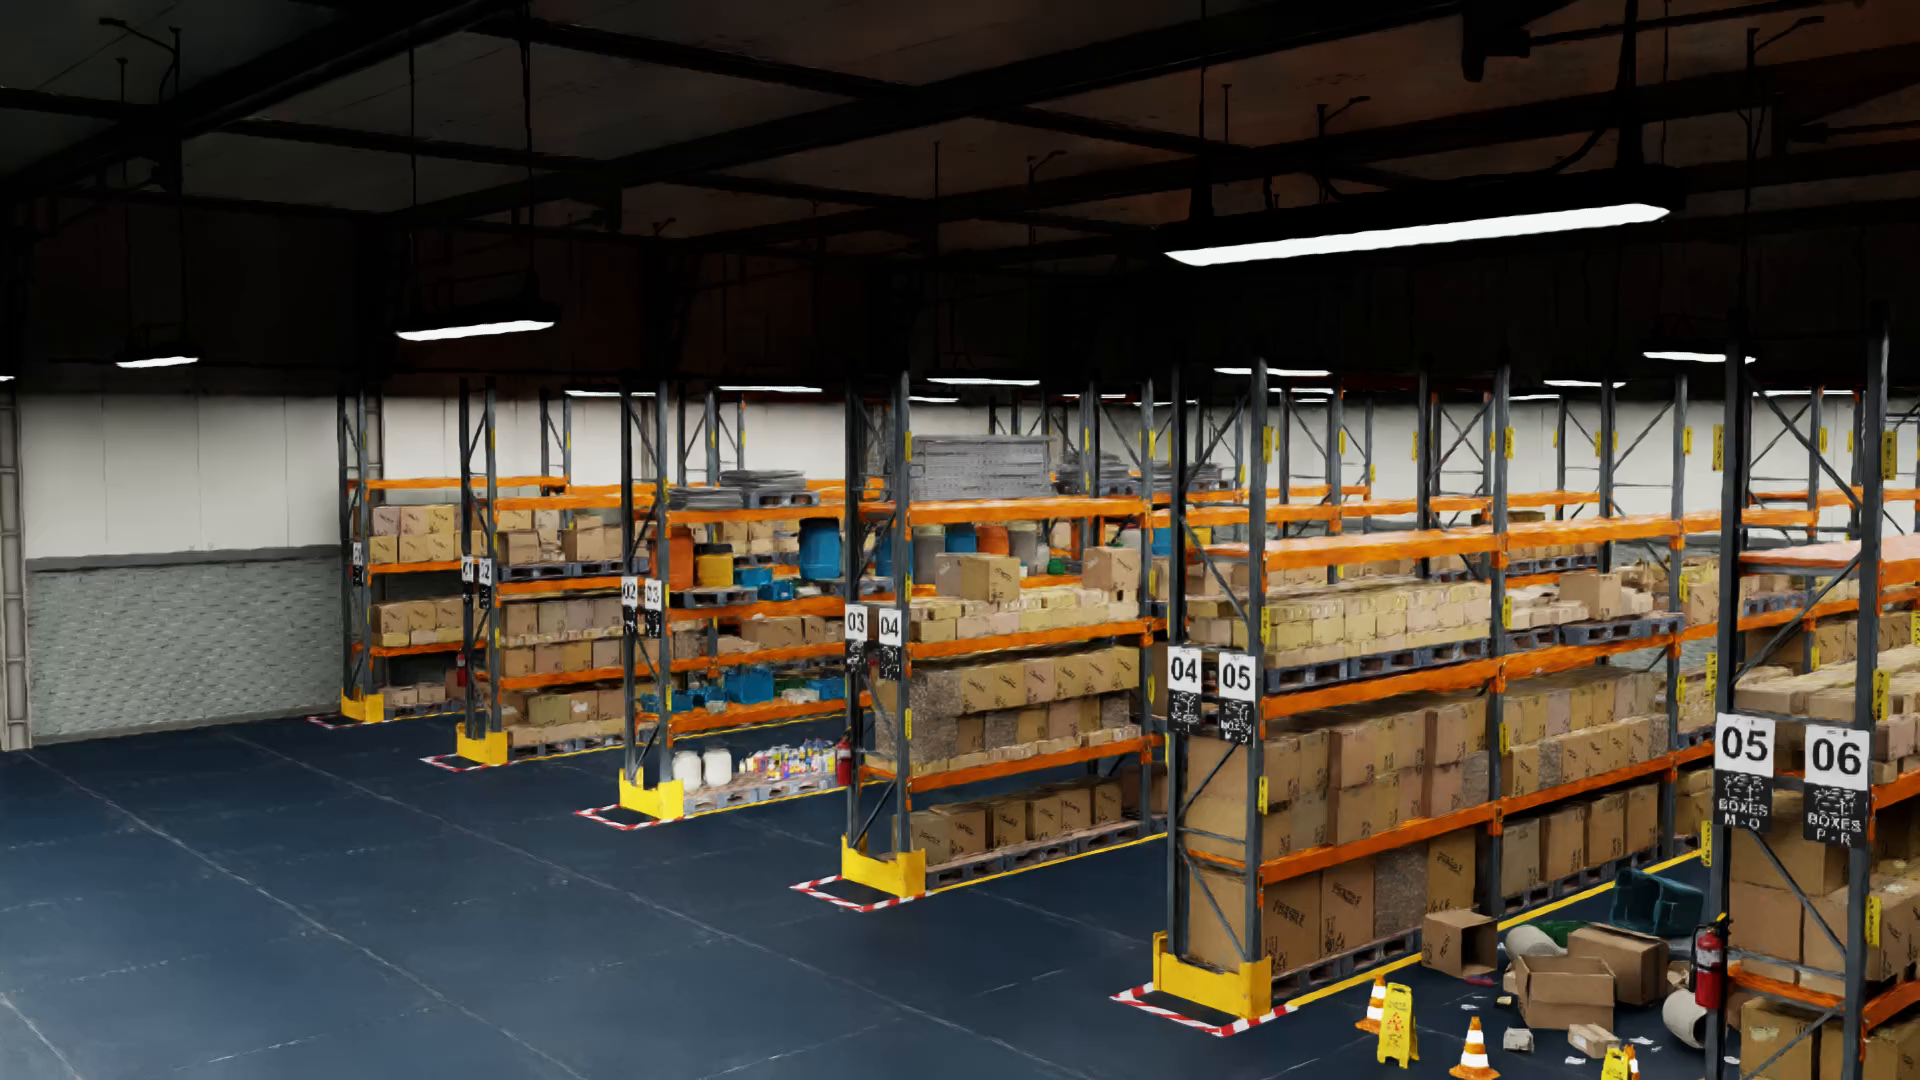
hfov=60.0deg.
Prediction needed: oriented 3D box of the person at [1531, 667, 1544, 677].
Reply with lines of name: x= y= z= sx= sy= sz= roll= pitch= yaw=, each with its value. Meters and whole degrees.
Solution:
person: x=8.557 y=2.694 z=24.527 sx=0.546 sy=1.733 sz=0.729 roll=-4 pitch=5 yaw=-44

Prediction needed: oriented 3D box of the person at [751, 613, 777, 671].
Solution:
person: x=-3.821 y=2.213 z=31.784 sx=1.122 sy=1.706 sz=0.566 roll=-3 pitch=5 yaw=-39
